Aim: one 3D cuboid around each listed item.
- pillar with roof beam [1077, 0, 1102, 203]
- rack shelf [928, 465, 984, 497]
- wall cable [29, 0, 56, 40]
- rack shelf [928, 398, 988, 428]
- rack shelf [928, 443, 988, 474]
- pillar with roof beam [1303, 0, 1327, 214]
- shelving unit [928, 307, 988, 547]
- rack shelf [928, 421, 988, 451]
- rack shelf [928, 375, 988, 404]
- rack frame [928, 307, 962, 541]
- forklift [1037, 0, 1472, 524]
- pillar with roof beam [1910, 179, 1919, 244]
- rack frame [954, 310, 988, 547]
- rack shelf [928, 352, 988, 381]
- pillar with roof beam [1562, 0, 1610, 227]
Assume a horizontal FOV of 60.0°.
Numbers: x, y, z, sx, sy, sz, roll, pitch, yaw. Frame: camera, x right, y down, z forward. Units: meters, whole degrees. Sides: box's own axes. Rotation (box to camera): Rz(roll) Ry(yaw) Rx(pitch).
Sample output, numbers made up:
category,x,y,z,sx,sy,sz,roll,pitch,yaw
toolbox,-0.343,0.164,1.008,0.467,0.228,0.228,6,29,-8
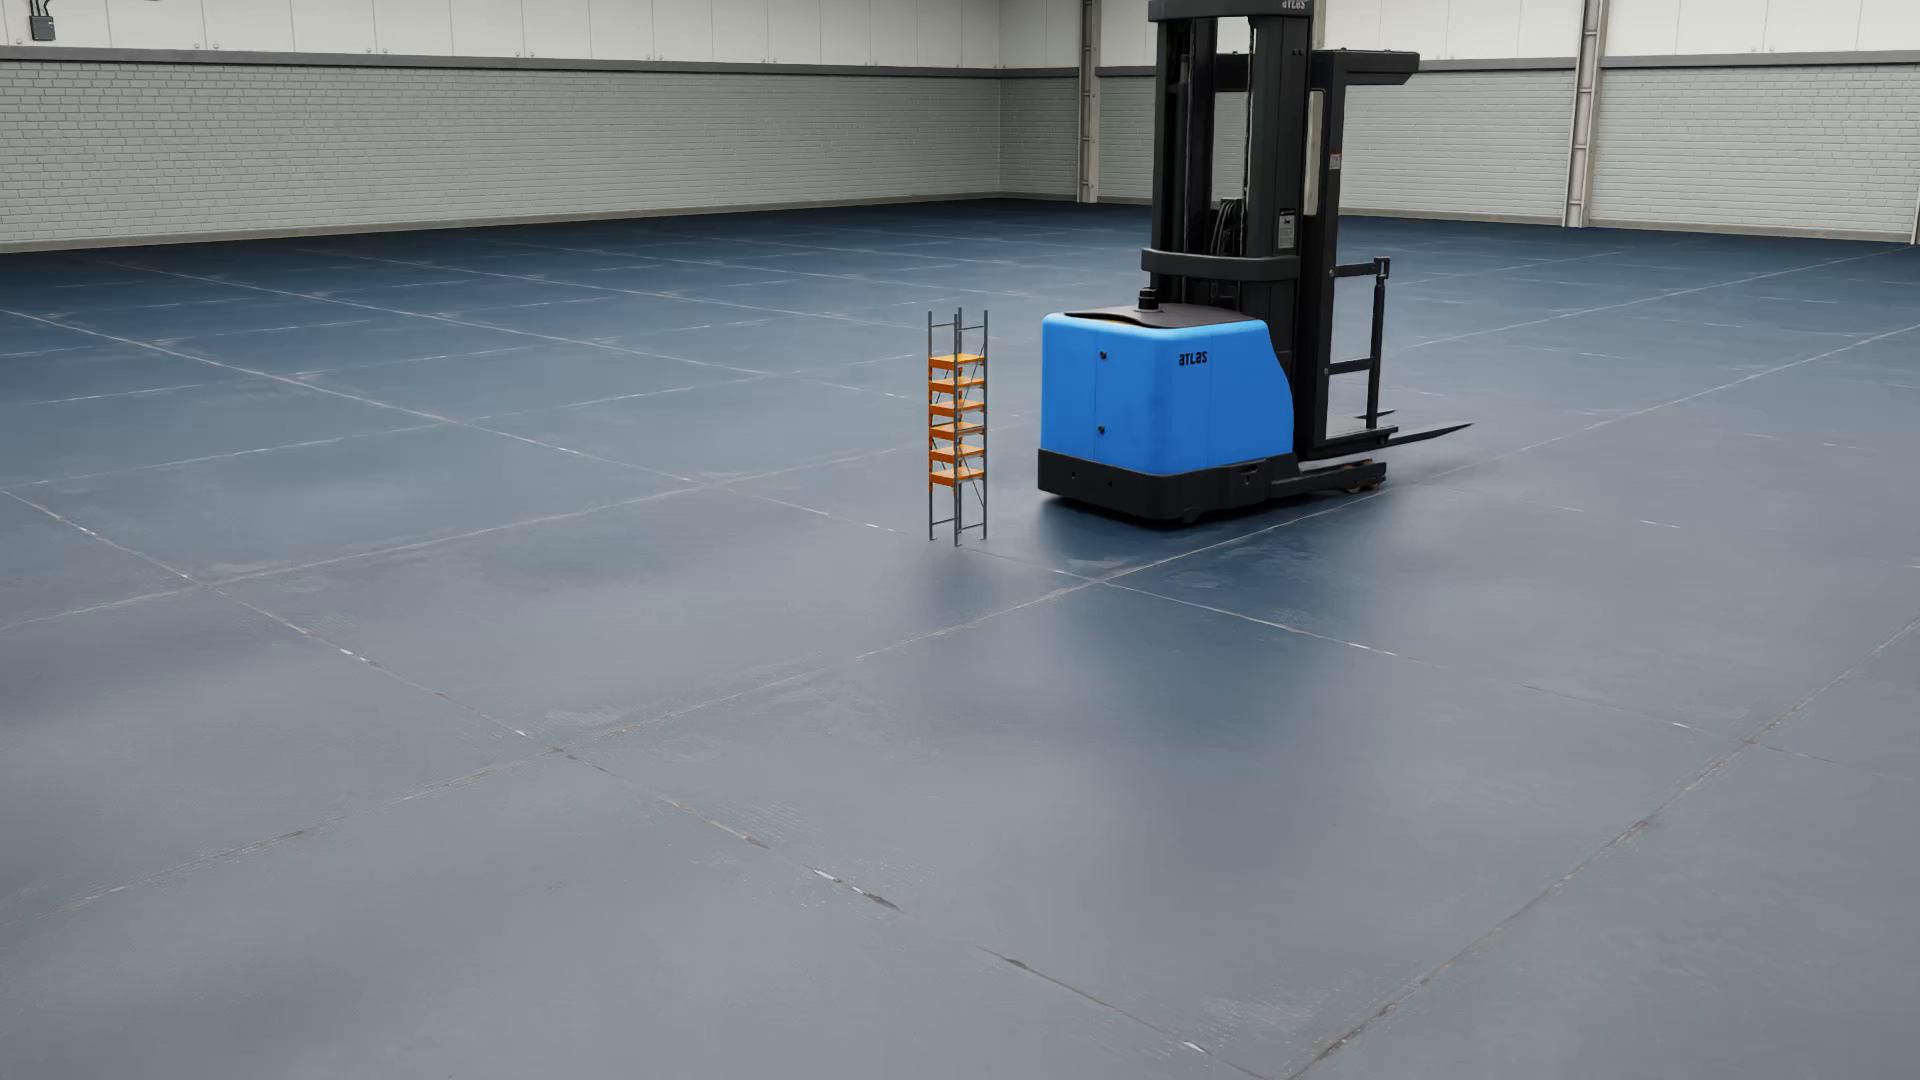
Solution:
category,x,y,z,sx,sy,sz,roll,pitch,yaw
pillar with roof beam,0.044,-11.621,35.475,0.400,9.000,9.100,14,20,42
rack shelf,-0.010,-0.308,8.654,0.180,0.103,0.258,14,20,42
wall cable,-13.434,-10.806,25.605,0.169,6.003,2.305,14,20,42
rack shelf,-0.010,-0.656,8.563,0.180,0.103,0.258,14,20,42
rack shelf,-0.010,-0.424,8.623,0.180,0.103,0.258,14,20,42
pillar with roof beam,4.363,-10.571,31.445,0.400,9.000,9.100,14,20,42
shelving unit,-0.010,-0.583,8.582,0.189,1.200,0.258,14,20,42
rack shelf,-0.010,-0.540,8.593,0.180,0.103,0.258,14,20,42
rack shelf,-0.010,-0.772,8.533,0.180,0.103,0.258,14,20,42
rack frame,-0.076,-0.599,8.643,0.006,1.200,0.240,14,20,42
forklift,1.915,-1.785,9.762,3.031,2.935,1.130,-11,18,-37
pillar with roof beam,13.002,-8.470,23.385,0.400,9.000,9.100,14,20,42
rack frame,0.055,-0.567,8.520,0.006,1.200,0.240,14,20,42
rack shelf,-0.010,-0.889,8.502,0.180,0.103,0.258,14,20,42
pillar with roof beam,8.682,-9.521,27.415,0.400,9.000,9.100,14,20,42
